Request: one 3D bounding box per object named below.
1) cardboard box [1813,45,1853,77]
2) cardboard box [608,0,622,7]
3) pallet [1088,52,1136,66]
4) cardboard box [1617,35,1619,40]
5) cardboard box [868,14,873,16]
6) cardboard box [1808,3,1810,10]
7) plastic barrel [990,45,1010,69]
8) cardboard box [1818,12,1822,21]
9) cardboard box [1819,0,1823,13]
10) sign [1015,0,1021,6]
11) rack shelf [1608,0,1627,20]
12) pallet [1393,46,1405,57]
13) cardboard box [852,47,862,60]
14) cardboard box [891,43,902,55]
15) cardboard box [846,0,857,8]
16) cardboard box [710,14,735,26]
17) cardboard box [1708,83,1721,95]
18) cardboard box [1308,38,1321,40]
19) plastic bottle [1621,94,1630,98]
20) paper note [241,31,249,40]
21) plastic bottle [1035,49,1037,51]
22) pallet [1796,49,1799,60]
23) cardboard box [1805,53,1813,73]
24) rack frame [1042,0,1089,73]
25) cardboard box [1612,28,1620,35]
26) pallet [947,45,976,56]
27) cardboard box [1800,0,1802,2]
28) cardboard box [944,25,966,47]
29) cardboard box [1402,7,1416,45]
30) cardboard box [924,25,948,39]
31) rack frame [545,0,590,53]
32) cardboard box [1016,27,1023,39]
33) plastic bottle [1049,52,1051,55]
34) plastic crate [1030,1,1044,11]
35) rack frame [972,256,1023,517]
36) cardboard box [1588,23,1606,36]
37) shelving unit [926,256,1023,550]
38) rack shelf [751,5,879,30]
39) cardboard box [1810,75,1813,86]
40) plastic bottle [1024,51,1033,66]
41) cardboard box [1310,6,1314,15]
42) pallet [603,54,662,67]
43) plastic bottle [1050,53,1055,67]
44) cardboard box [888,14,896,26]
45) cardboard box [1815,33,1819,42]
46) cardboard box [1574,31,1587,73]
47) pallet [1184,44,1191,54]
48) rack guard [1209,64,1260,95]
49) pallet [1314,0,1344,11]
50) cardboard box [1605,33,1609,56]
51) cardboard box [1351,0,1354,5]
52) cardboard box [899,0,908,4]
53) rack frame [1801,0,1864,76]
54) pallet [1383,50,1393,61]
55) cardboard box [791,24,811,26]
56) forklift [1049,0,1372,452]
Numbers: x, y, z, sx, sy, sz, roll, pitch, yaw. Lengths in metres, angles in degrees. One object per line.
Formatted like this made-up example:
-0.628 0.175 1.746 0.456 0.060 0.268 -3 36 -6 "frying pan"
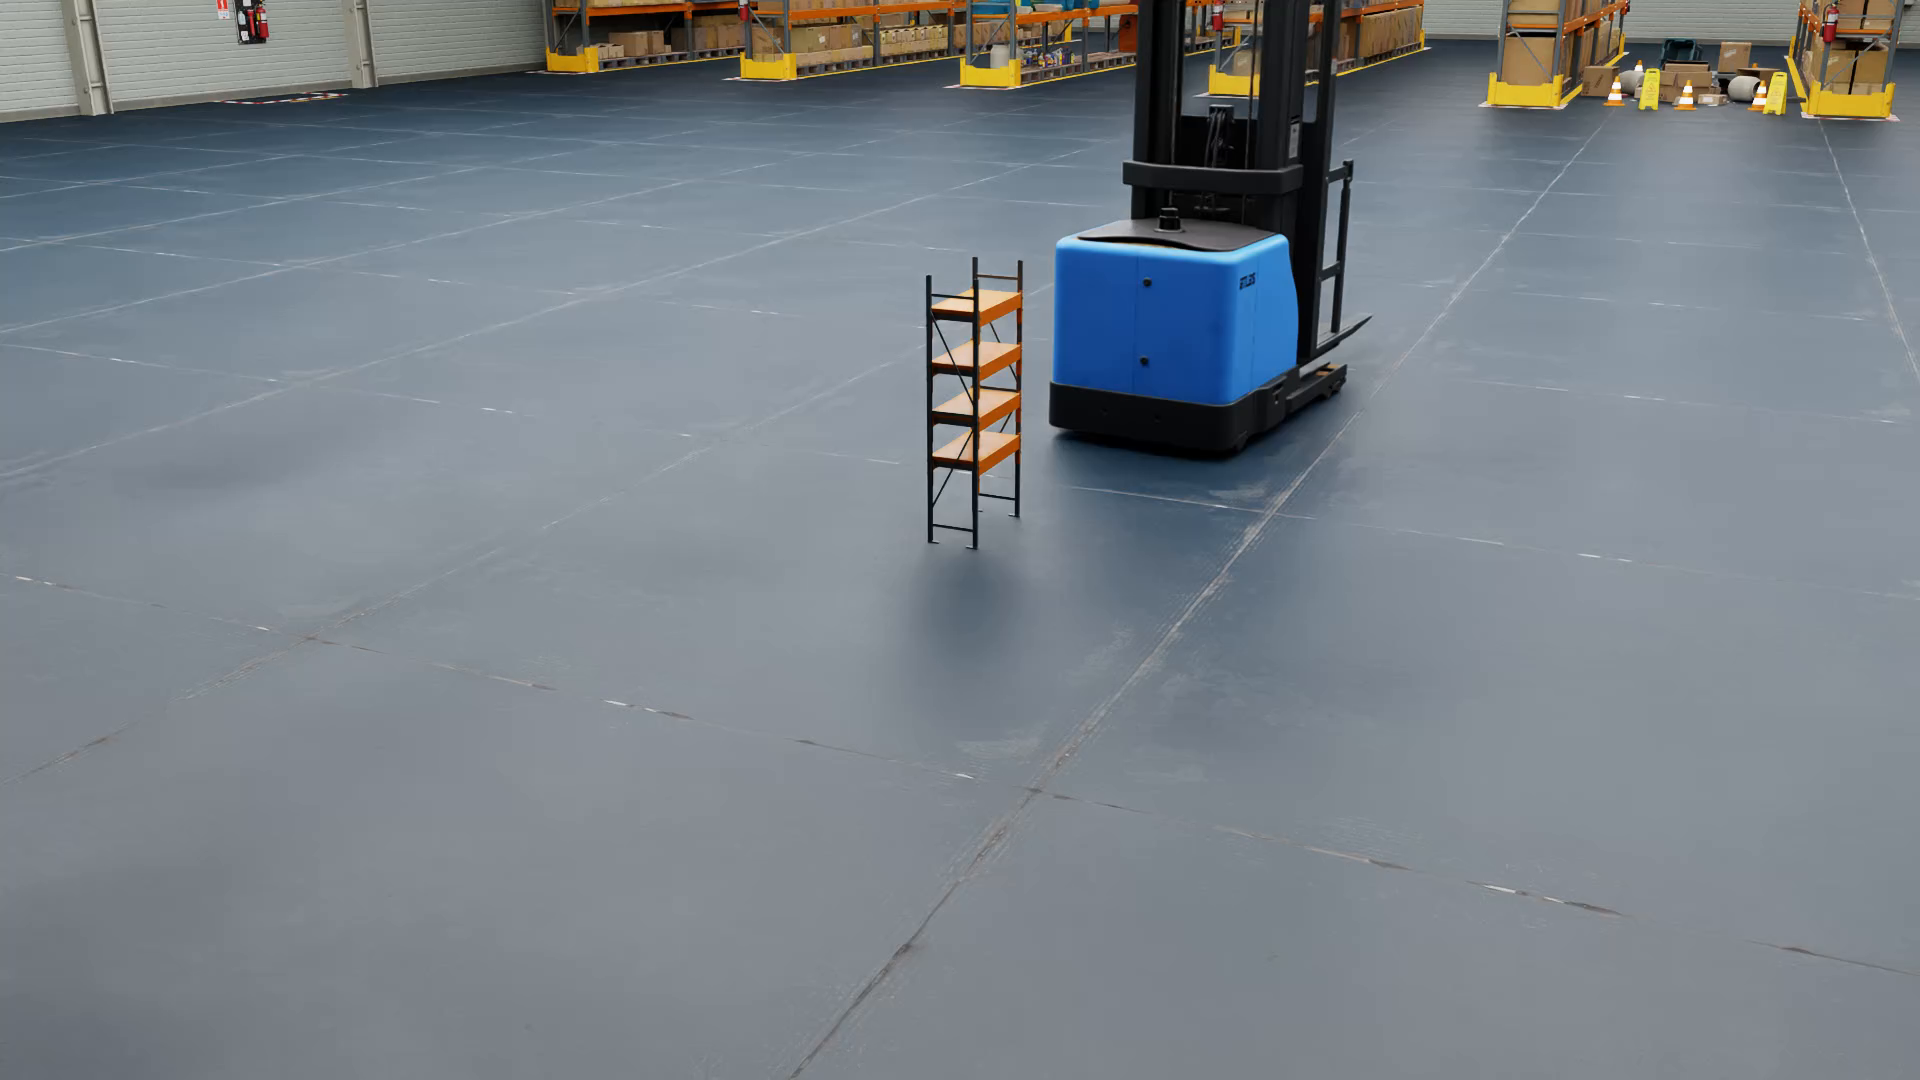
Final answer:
14.673 -8.038 27.952 0.500 0.500 0.500 8 21 21 "cardboard box"
-7.750 -11.792 36.344 0.500 0.250 0.500 8 21 21 "cardboard box"
3.523 -11.128 38.444 1.003 0.211 1.213 9 21 23 "pallet"
16.198 -12.522 41.386 0.380 0.149 0.250 8 21 21 "cardboard box"
-2.605 -15.035 47.404 0.380 0.149 0.250 8 21 21 "cardboard box"
17.821 -11.063 34.325 0.500 0.250 0.500 8 21 22 "cardboard box"
0.799 -9.465 32.693 0.421 0.512 0.421 0 20 0 "plastic barrel"
15.375 -9.240 29.350 0.380 0.149 0.250 8 21 22 "cardboard box"
15.363 -9.502 29.118 0.500 0.500 0.500 8 21 23 "cardboard box"
1.099 -10.281 31.489 0.100 0.325 0.005 9 21 23 "sign"
15.335 -12.777 39.994 1.077 0.370 4.000 9 21 23 "rack shelf"
10.415 -12.124 41.246 1.003 0.211 1.213 9 21 23 "pallet"
-2.484 -10.710 36.585 0.500 0.250 0.500 9 21 23 "cardboard box"
-1.678 -11.279 38.184 0.500 0.250 0.500 9 22 24 "cardboard box"
-2.666 -11.880 36.247 0.700 0.500 0.500 8 21 22 "cardboard box"
-5.907 -12.865 41.121 0.500 0.250 0.500 8 21 22 "cardboard box"
13.505 -8.168 30.041 0.258 0.266 0.396 -5 20 -15 "cardboard box"
7.468 -10.299 35.027 0.700 0.500 0.500 7 21 18 "cardboard box"
11.801 -7.929 29.674 0.283 0.061 0.133 1 20 4 "plastic bottle"
-12.581 -8.876 29.264 0.016 0.148 0.142 9 21 23 "paper note"
1.599 -10.235 35.179 0.152 0.276 0.135 9 22 25 "plastic bottle"
20.455 -11.510 39.520 1.003 0.211 1.213 9 21 23 "pallet"
16.900 -9.196 32.144 0.950 0.372 0.625 8 21 22 "cardboard box"
2.237 -11.450 35.189 1.000 3.000 0.127 9 21 23 "rack frame"
16.023 -12.501 40.882 0.380 0.149 0.250 8 21 21 "cardboard box"
-0.302 -12.263 41.636 1.003 0.211 1.213 9 21 23 "pallet"
20.252 -13.019 39.451 0.500 0.500 0.500 8 21 22 "cardboard box"
-0.195 -12.483 41.168 0.500 0.500 0.500 10 22 25 "cardboard box"
11.108 -13.151 42.516 0.875 0.875 0.875 9 21 23 "cardboard box"
-0.632 -12.327 40.293 0.500 0.311 0.500 9 22 24 "cardboard box"
-8.439 -11.587 35.573 1.000 3.000 0.127 9 21 23 "rack frame"
1.365 -13.616 44.634 0.500 0.311 0.500 9 21 23 "cardboard box"
1.858 -9.949 34.366 0.061 0.283 0.133 9 21 23 "plastic bottle"
1.424 -10.974 34.167 0.450 0.188 0.662 9 21 23 "plastic crate"
0.168 -0.691 7.620 0.240 1.200 0.015 9 21 23 "rack frame"
13.803 -11.138 36.295 0.500 0.250 0.500 9 21 23 "cardboard box"
0.068 -0.616 7.410 0.258 1.200 0.503 9 21 23 "shelving unit"
-3.099 -11.181 35.505 1.077 0.370 4.000 9 21 23 "rack shelf"
14.886 -7.843 28.522 0.500 0.250 0.500 8 21 22 "cardboard box"
1.422 -9.984 34.475 0.152 0.276 0.135 9 21 23 "plastic bottle"
6.667 -10.311 32.361 0.380 0.149 0.250 9 21 23 "cardboard box"
-7.542 -10.912 37.836 1.003 0.211 1.213 9 21 23 "pallet"
1.890 -9.858 34.128 0.097 0.271 0.097 0 20 0 "plastic bottle"
-2.287 -15.118 48.605 0.700 0.500 0.500 8 21 23 "cardboard box"
15.203 -8.799 29.124 0.380 0.149 0.250 9 21 23 "cardboard box"
11.810 -9.694 32.980 1.050 0.750 0.750 9 21 23 "cardboard box"
5.159 -12.352 41.886 1.003 0.211 1.213 9 21 23 "pallet"
5.149 -8.394 30.324 1.175 0.500 0.348 9 21 23 "rack guard"
7.202 -10.894 33.911 1.003 0.211 1.213 9 21 23 "pallet"
14.442 -11.264 37.770 0.500 0.500 0.500 8 21 22 "cardboard box"
8.841 -12.152 37.013 0.500 0.500 0.500 9 22 24 "cardboard box"
-1.530 -12.725 38.624 0.500 0.500 0.500 9 21 23 "cardboard box"
17.435 -10.634 32.893 1.000 3.000 0.127 9 21 23 "rack frame"
9.785 -11.656 39.930 1.003 0.211 1.213 9 21 23 "pallet"
-3.368 -10.829 35.800 0.500 0.500 0.500 9 21 23 "cardboard box"
1.666 -2.282 9.512 1.130 2.935 3.031 11 22 29 "forklift"
